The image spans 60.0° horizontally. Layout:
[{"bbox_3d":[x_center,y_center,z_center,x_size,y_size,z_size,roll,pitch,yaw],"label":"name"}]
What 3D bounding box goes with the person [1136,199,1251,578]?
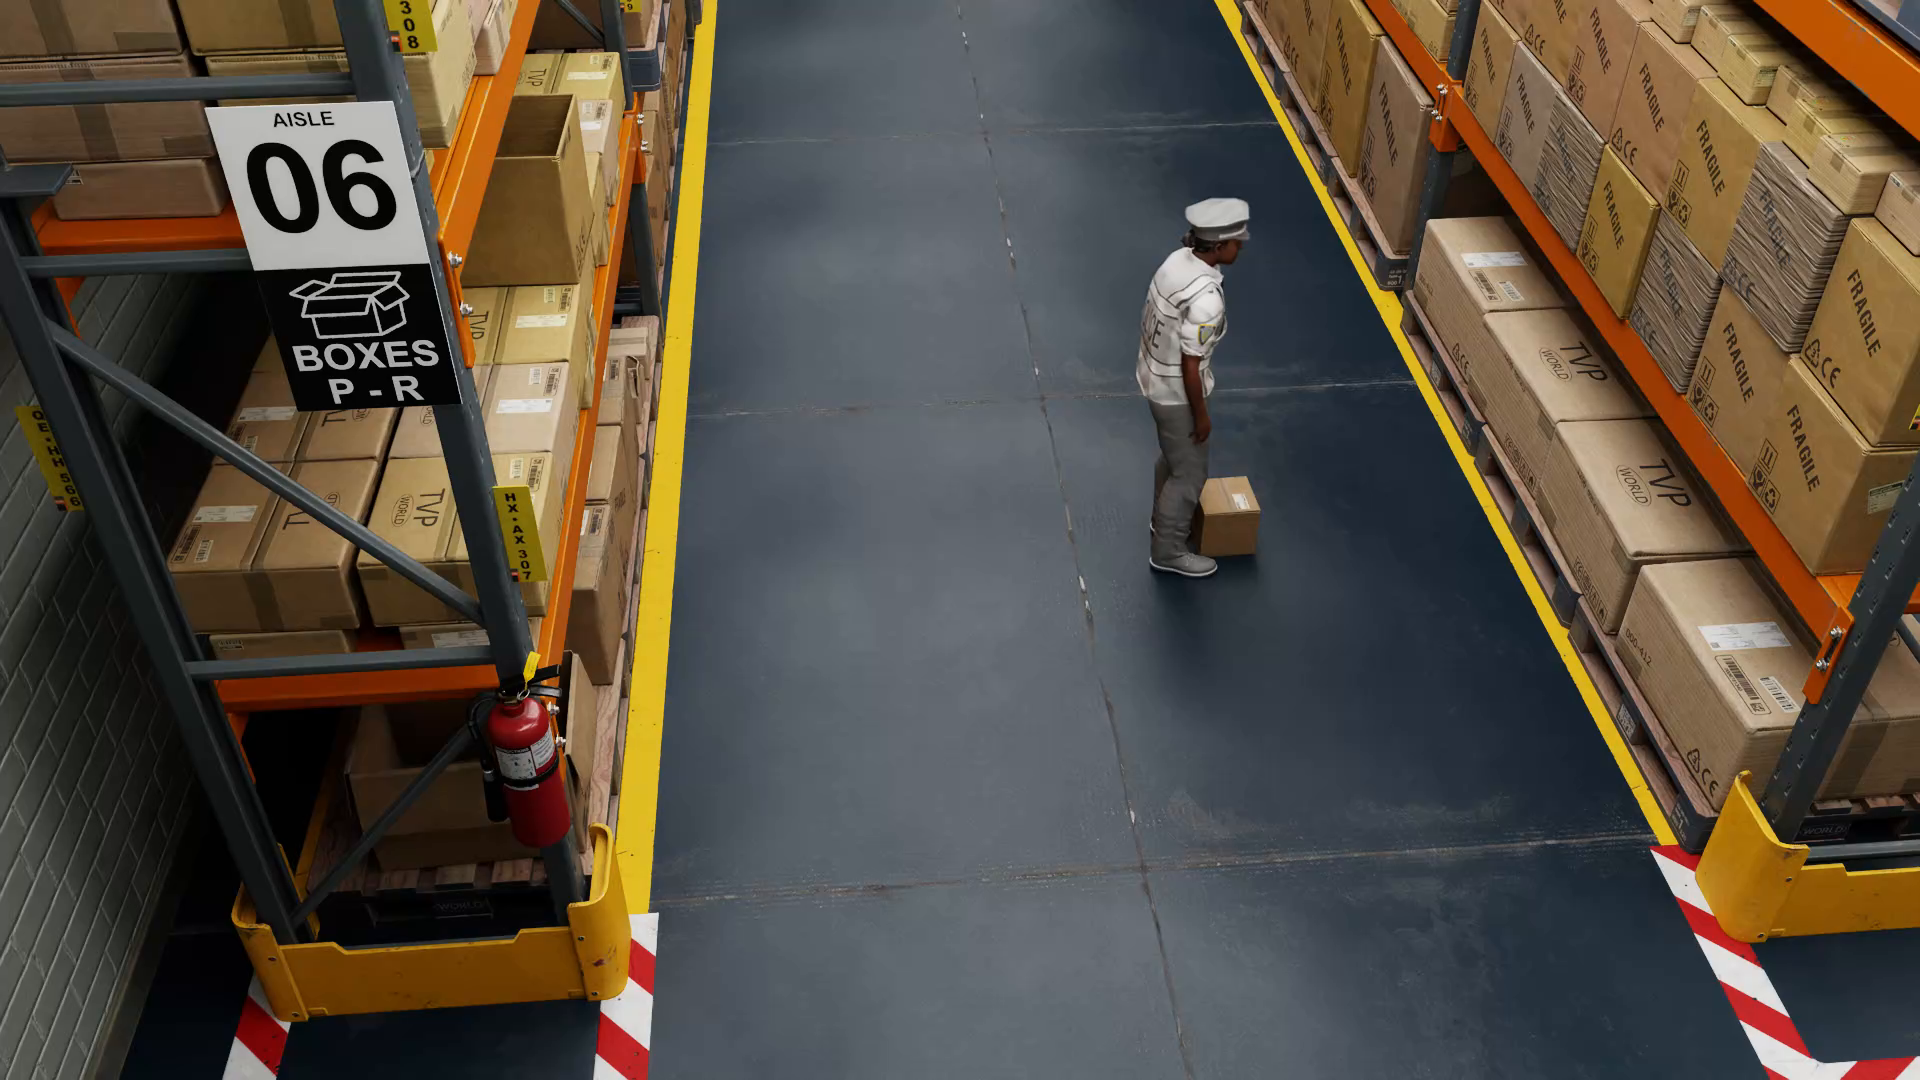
[{"bbox_3d":[0.950,-0.627,6.922,0.417,1.657,0.515,-4,39,-4],"label":"person"}]
